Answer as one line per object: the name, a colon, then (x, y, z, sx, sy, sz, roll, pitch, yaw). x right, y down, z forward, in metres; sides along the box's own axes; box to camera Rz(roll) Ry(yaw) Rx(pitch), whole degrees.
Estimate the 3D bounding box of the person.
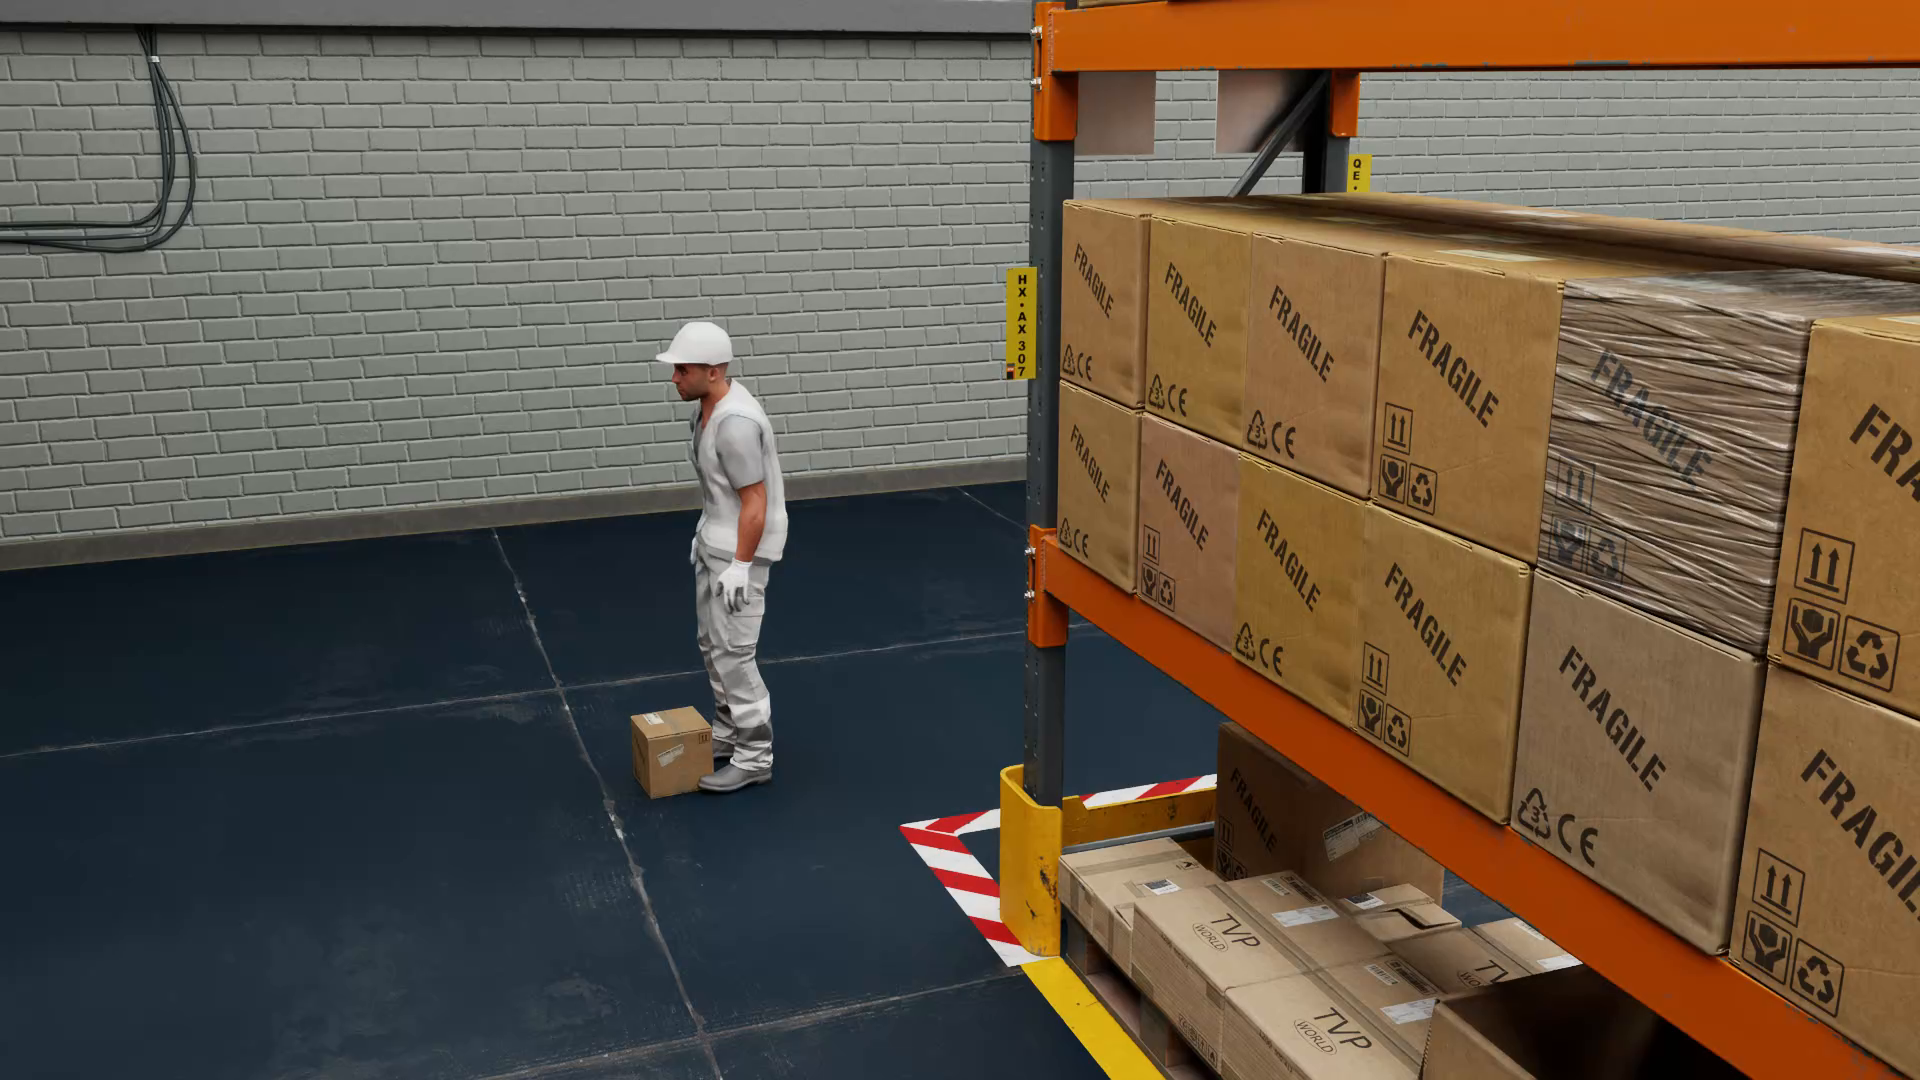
person: (-0.893, 0.057, 6.289, 0.453, 1.778, 0.604, -6, 17, -21)
